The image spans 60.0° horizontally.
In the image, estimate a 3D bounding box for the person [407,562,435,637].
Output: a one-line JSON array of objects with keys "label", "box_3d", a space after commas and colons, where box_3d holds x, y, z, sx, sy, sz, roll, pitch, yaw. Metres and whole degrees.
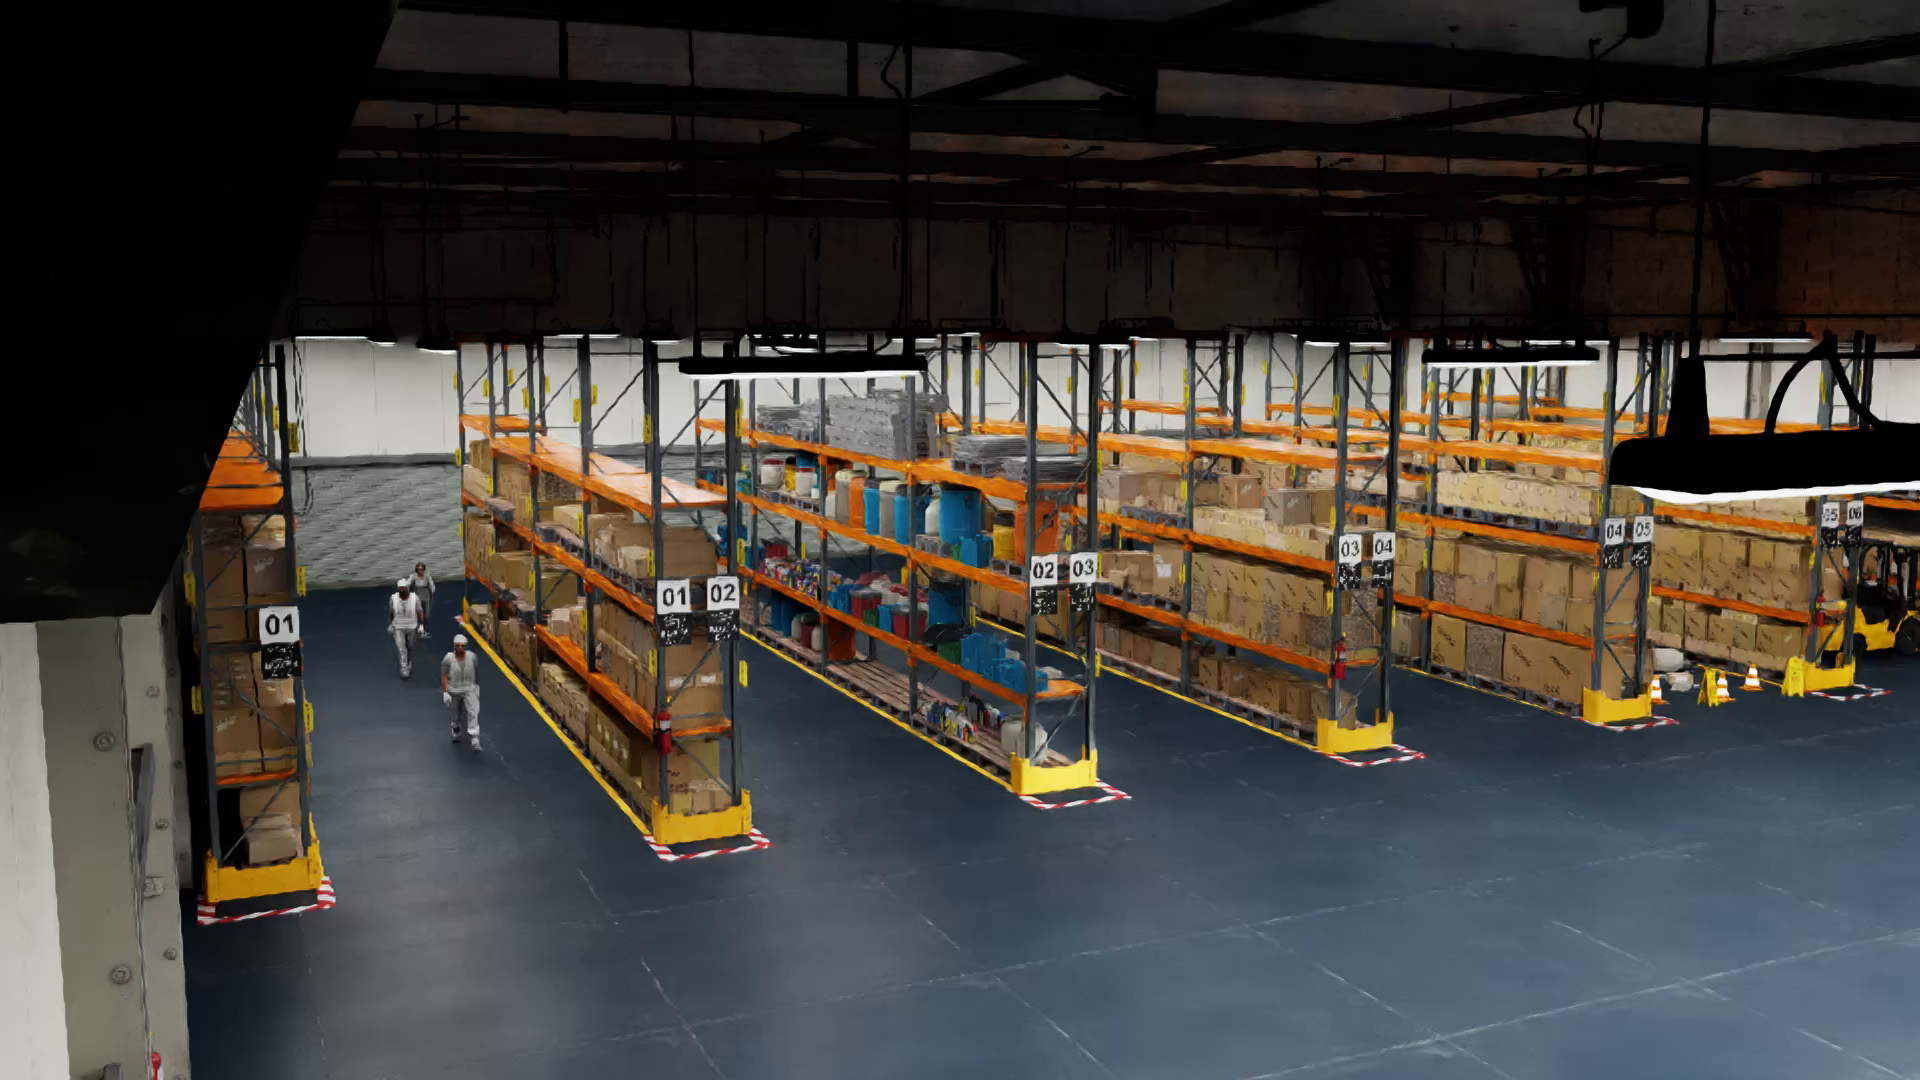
[{"label": "person", "box_3d": [-10.618, 1.173, 32.707, 0.566, 1.541, 0.519, -4, 9, -26]}]

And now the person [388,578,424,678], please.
[{"label": "person", "box_3d": [-9.758, 1.528, 29.321, 0.577, 1.733, 1.043, -4, 9, -25]}]

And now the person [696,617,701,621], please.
[{"label": "person", "box_3d": [-4.083, 2.000, 25.948, 0.498, 1.675, 0.441, 5, 9, 34]}]

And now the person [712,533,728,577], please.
[{"label": "person", "box_3d": [-5.144, 0.703, 35.413, 0.574, 1.741, 0.966, 0, 8, -3]}]

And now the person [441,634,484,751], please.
[{"label": "person", "box_3d": [-7.273, 2.201, 24.279, 0.553, 1.707, 1.105, -3, 8, -23]}]
